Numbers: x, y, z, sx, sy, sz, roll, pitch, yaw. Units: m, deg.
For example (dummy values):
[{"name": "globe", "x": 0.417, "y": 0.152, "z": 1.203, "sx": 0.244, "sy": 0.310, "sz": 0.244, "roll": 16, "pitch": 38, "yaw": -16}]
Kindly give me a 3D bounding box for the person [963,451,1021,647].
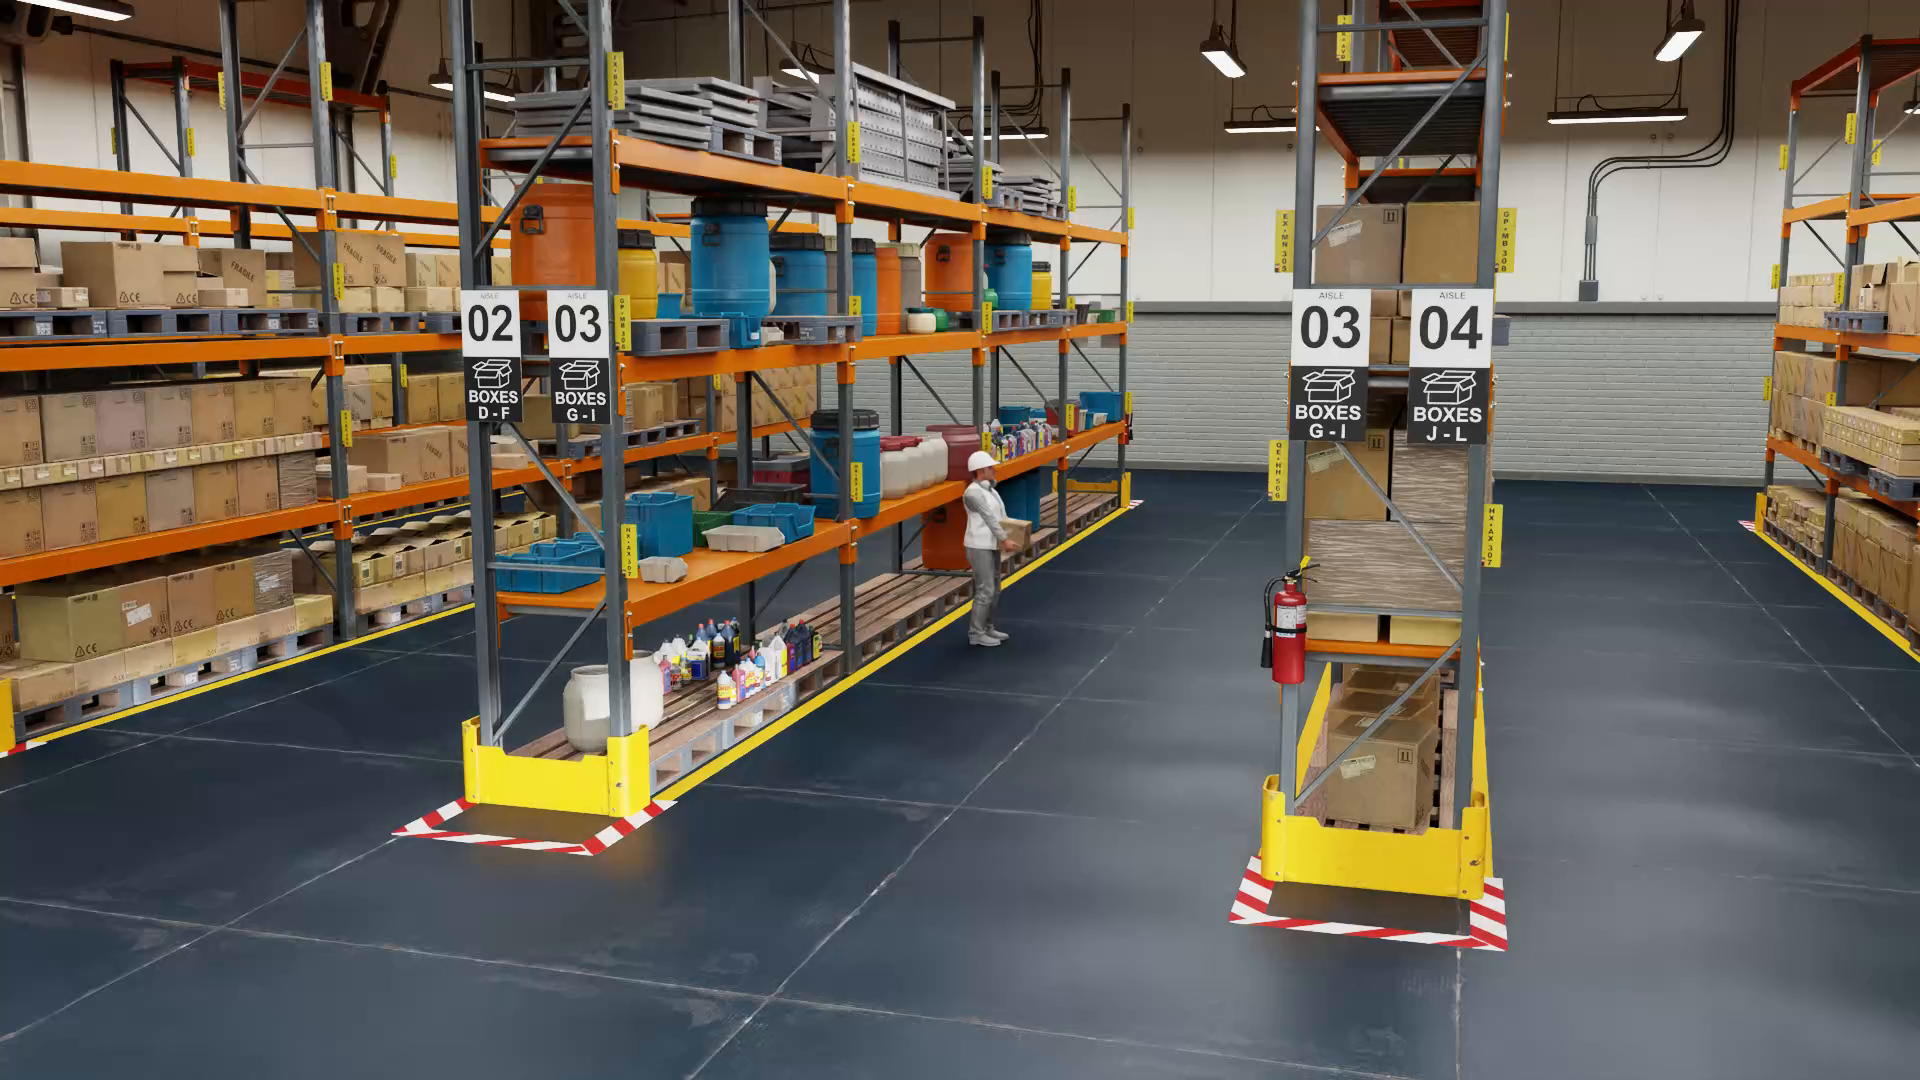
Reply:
[{"name": "person", "x": 0.328, "y": 0.073, "z": 15.259, "sx": 0.554, "sy": 1.767, "sz": 0.494, "roll": 3, "pitch": 9, "yaw": 17}]
